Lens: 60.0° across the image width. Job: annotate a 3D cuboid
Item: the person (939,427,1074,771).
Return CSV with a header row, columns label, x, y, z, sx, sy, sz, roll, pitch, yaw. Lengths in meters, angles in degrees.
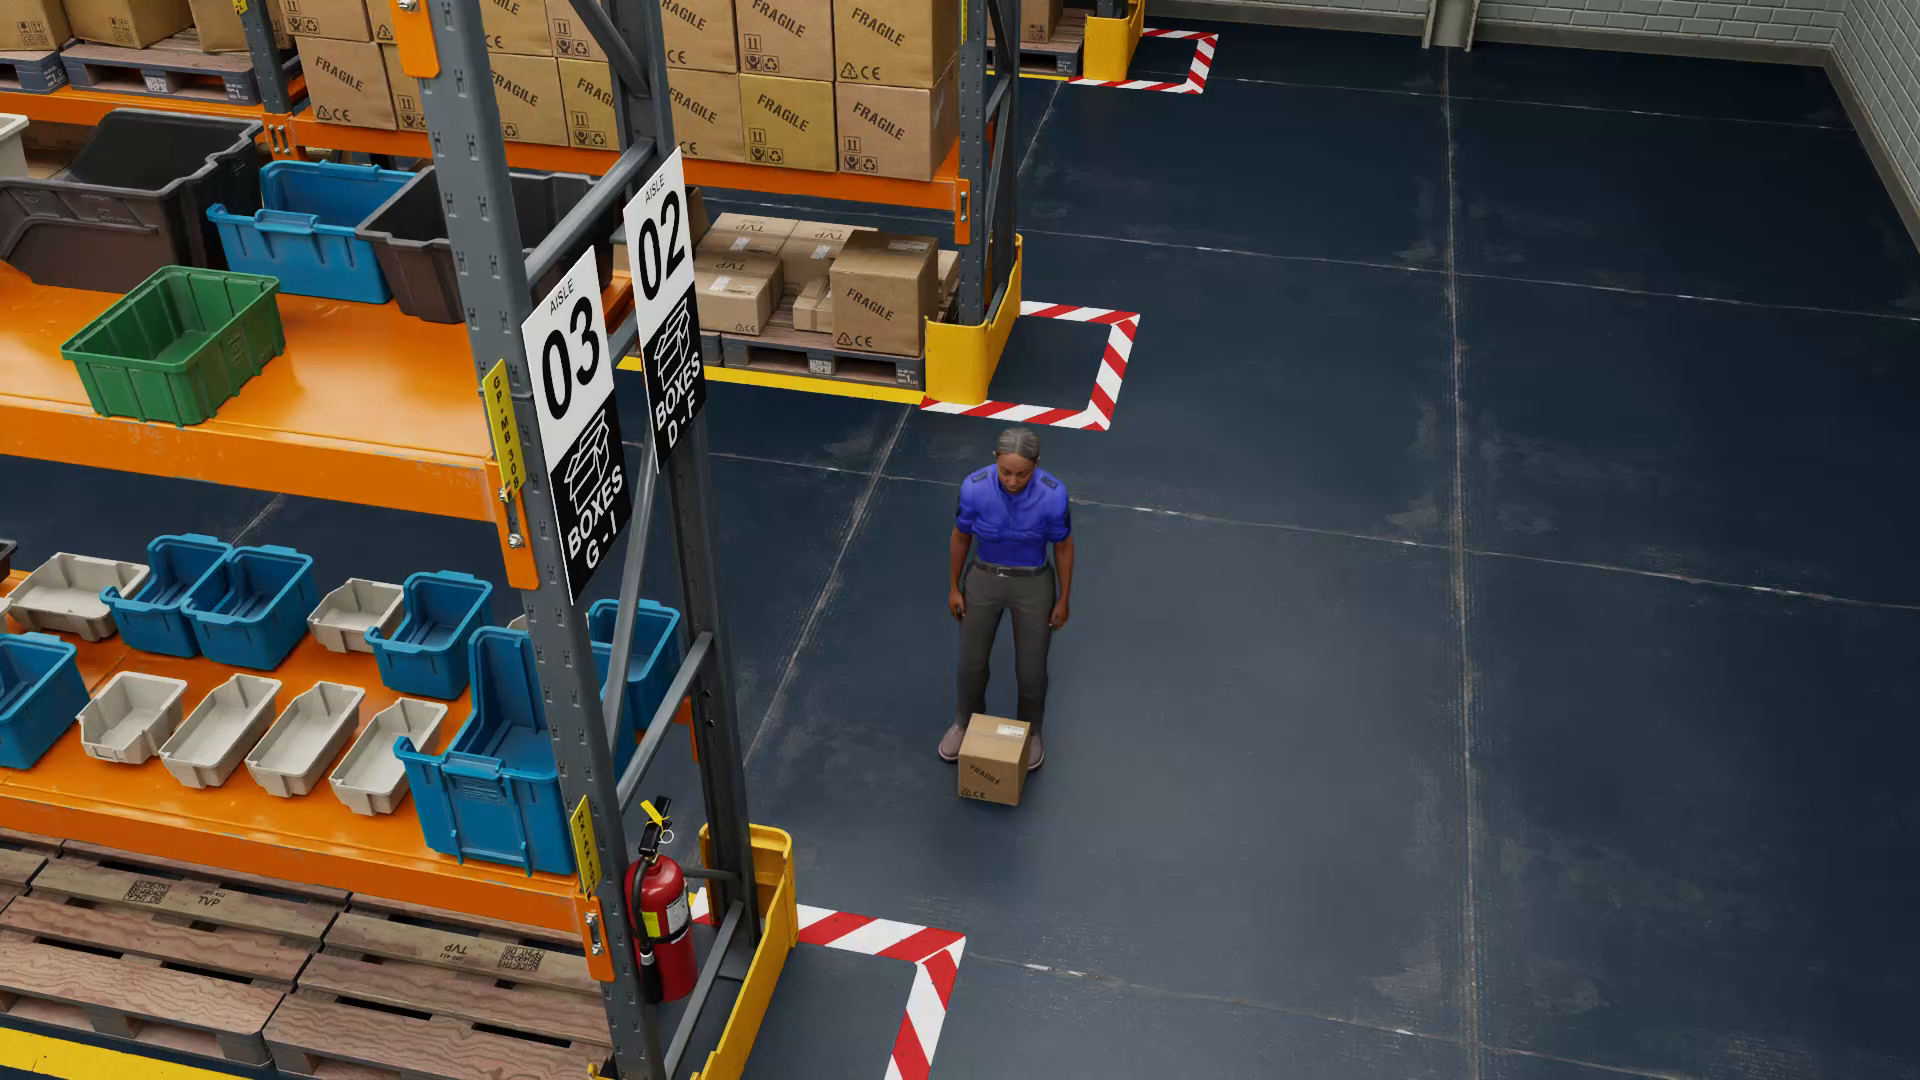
label,x,y,z,sx,sy,sz,roll,pitch,yaw
person,0.185,0.213,6.684,0.528,1.653,0.351,5,37,7
